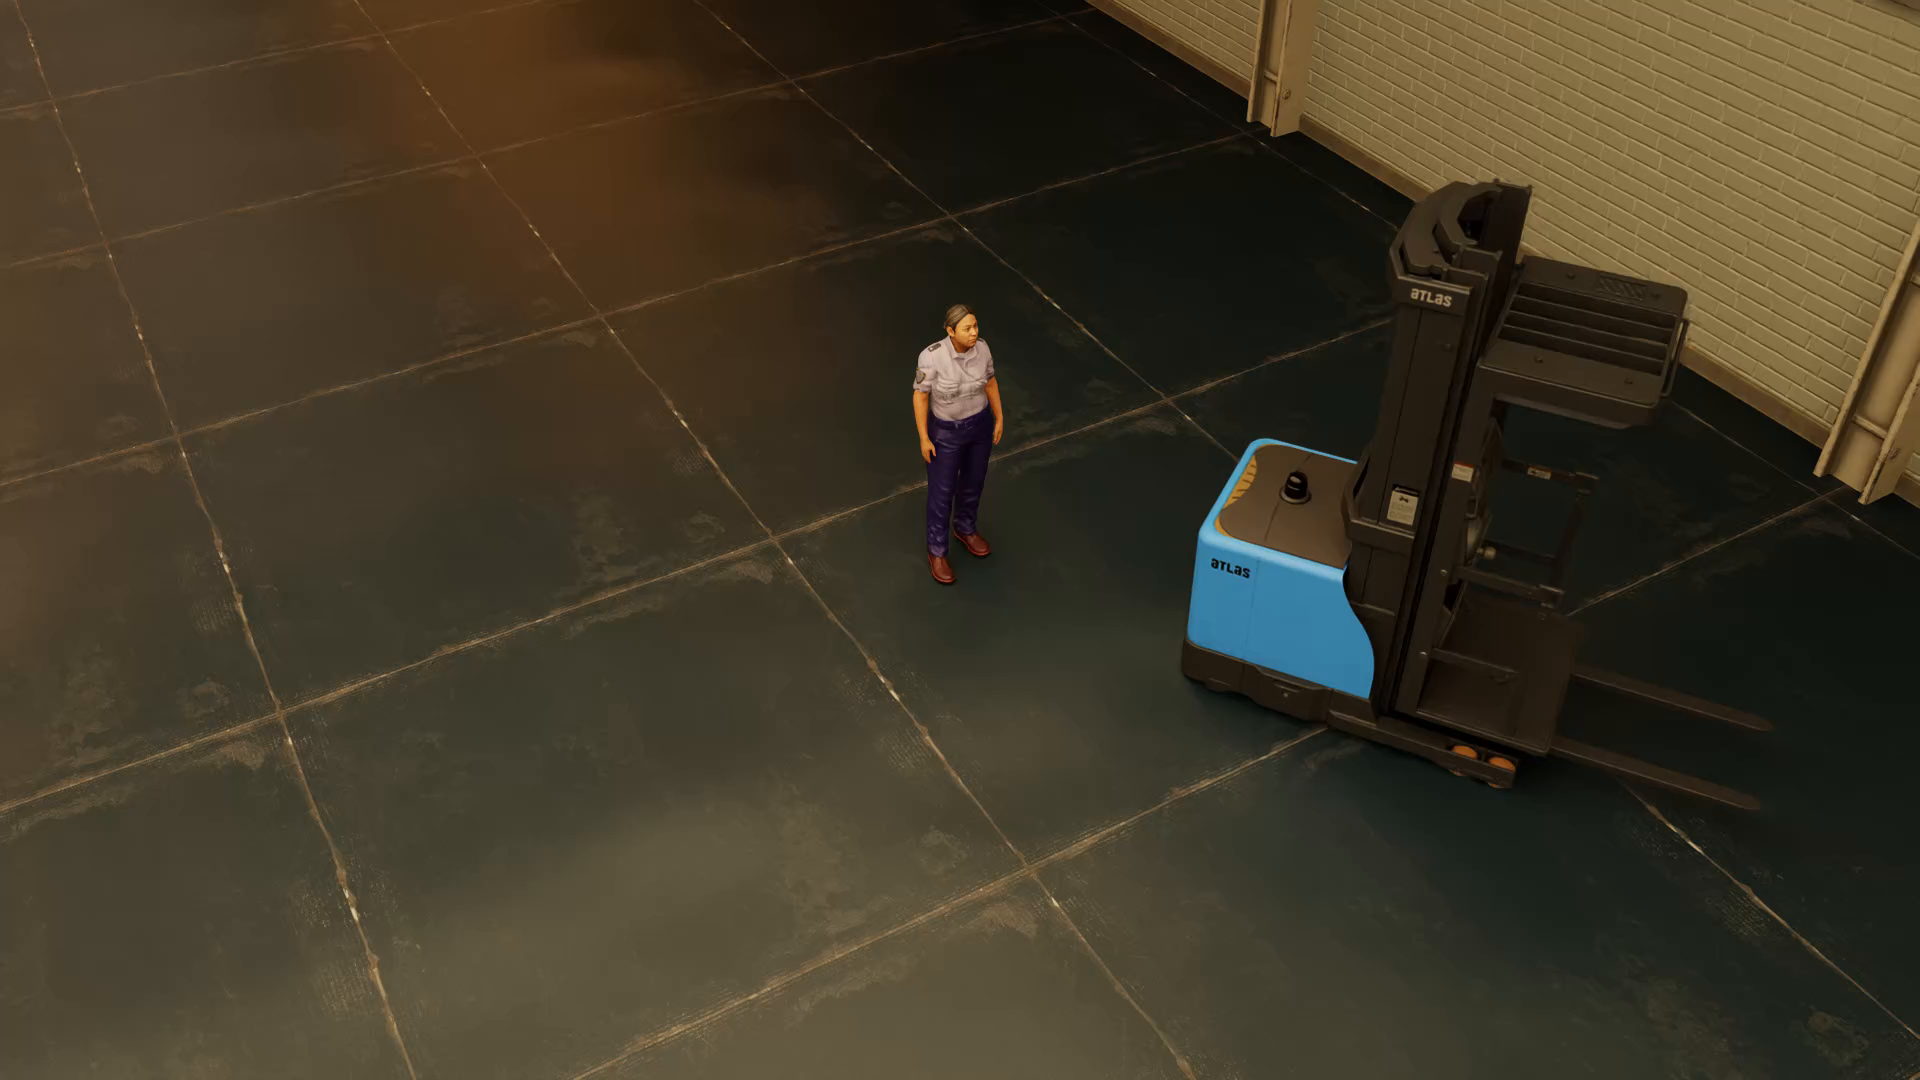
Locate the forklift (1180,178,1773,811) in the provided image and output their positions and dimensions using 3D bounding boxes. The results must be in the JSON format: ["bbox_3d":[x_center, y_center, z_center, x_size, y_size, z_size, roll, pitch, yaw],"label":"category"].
[{"bbox_3d":[2.798,-0.210,8.290,3.031,2.935,1.130,17,43,20],"label":"forklift"}]

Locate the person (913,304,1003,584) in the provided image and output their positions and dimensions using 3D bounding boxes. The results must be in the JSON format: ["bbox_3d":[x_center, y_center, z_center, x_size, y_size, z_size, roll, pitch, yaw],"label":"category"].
[{"bbox_3d":[0.026,-0.582,9.733,0.598,1.651,0.502,-20,44,-23],"label":"person"}]
